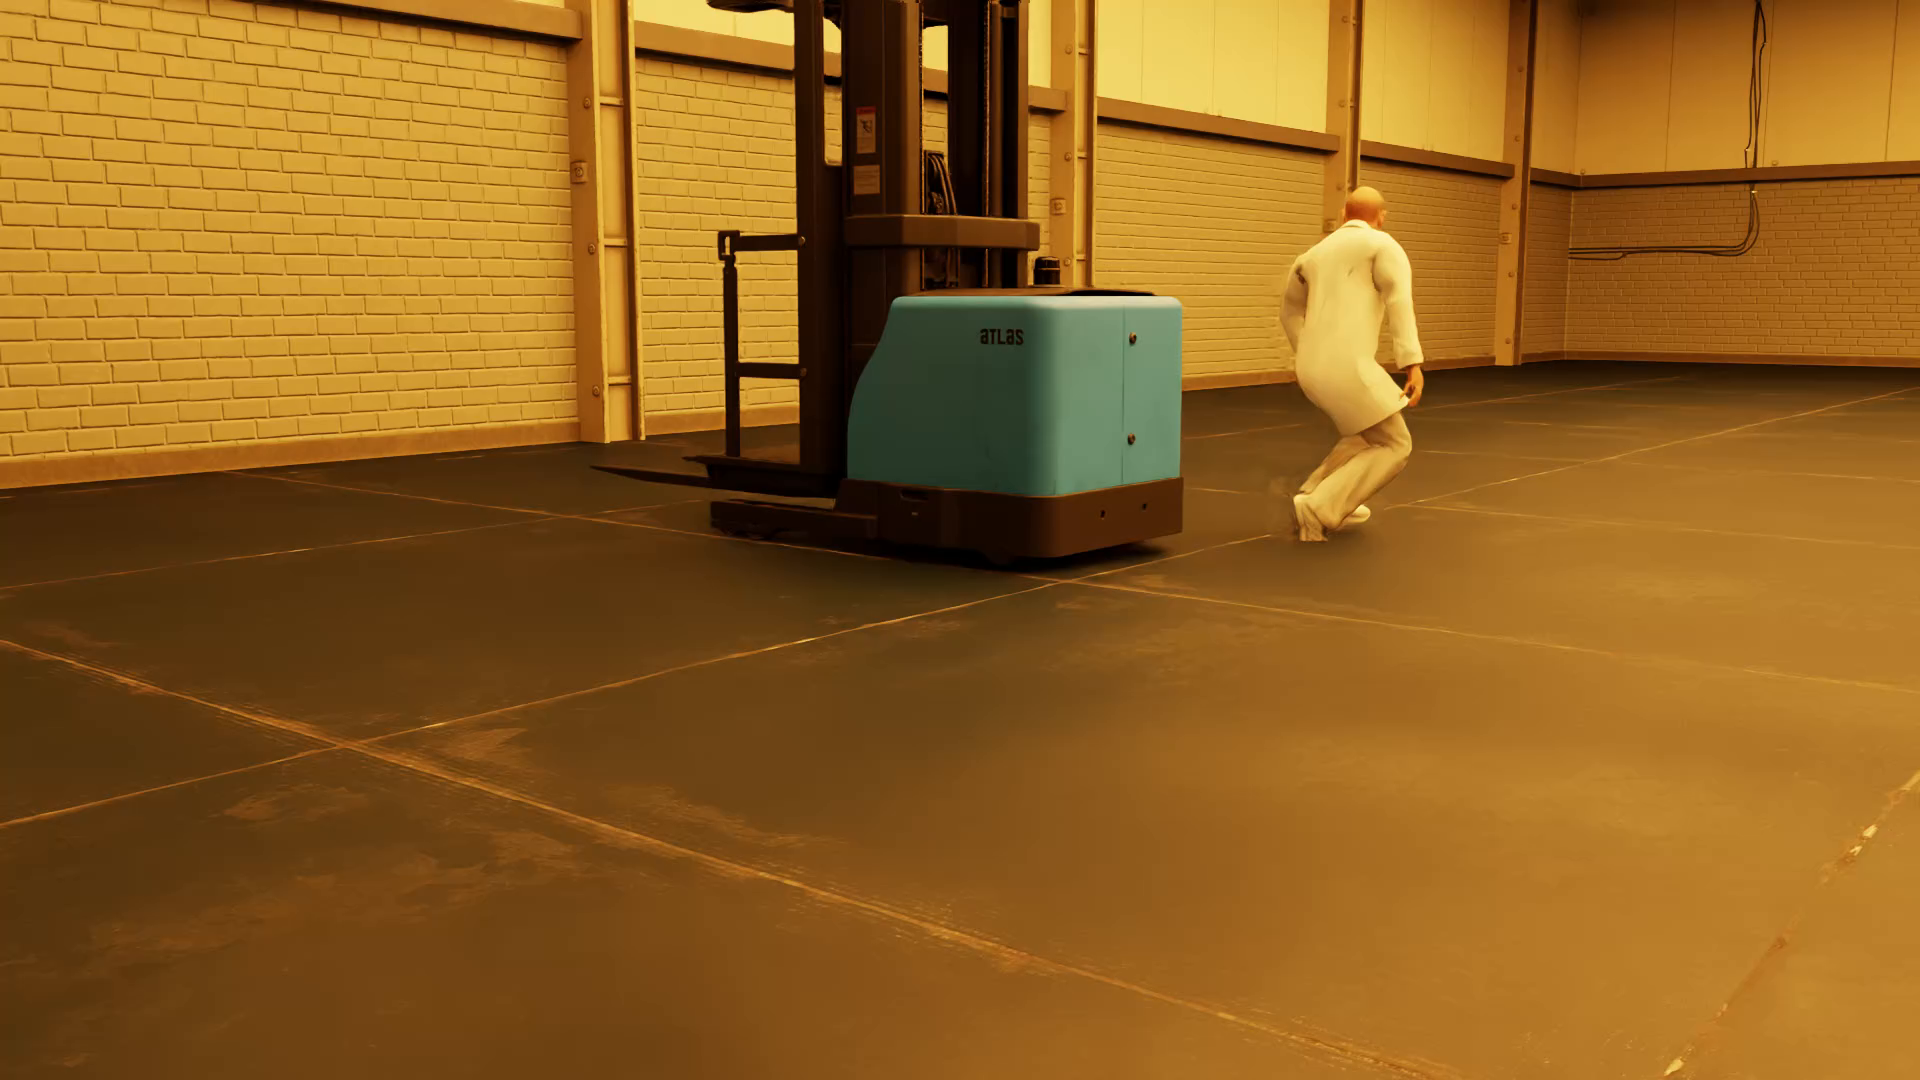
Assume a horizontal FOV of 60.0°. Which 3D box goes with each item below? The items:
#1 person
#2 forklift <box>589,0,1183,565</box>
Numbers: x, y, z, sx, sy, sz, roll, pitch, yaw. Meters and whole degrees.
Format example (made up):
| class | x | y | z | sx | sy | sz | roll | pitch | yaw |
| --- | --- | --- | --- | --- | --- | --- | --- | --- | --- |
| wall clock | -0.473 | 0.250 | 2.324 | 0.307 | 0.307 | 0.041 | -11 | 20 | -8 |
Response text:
| class | x | y | z | sx | sy | sz | roll | pitch | yaw |
| --- | --- | --- | --- | --- | --- | --- | --- | --- | --- |
| person | 1.729 | -0.716 | 7.457 | 0.595 | 1.719 | 0.850 | -3 | 9 | -17 |
| forklift | -0.501 | -1.501 | 7.541 | 3.031 | 2.935 | 1.130 | 7 | 11 | 39 |
